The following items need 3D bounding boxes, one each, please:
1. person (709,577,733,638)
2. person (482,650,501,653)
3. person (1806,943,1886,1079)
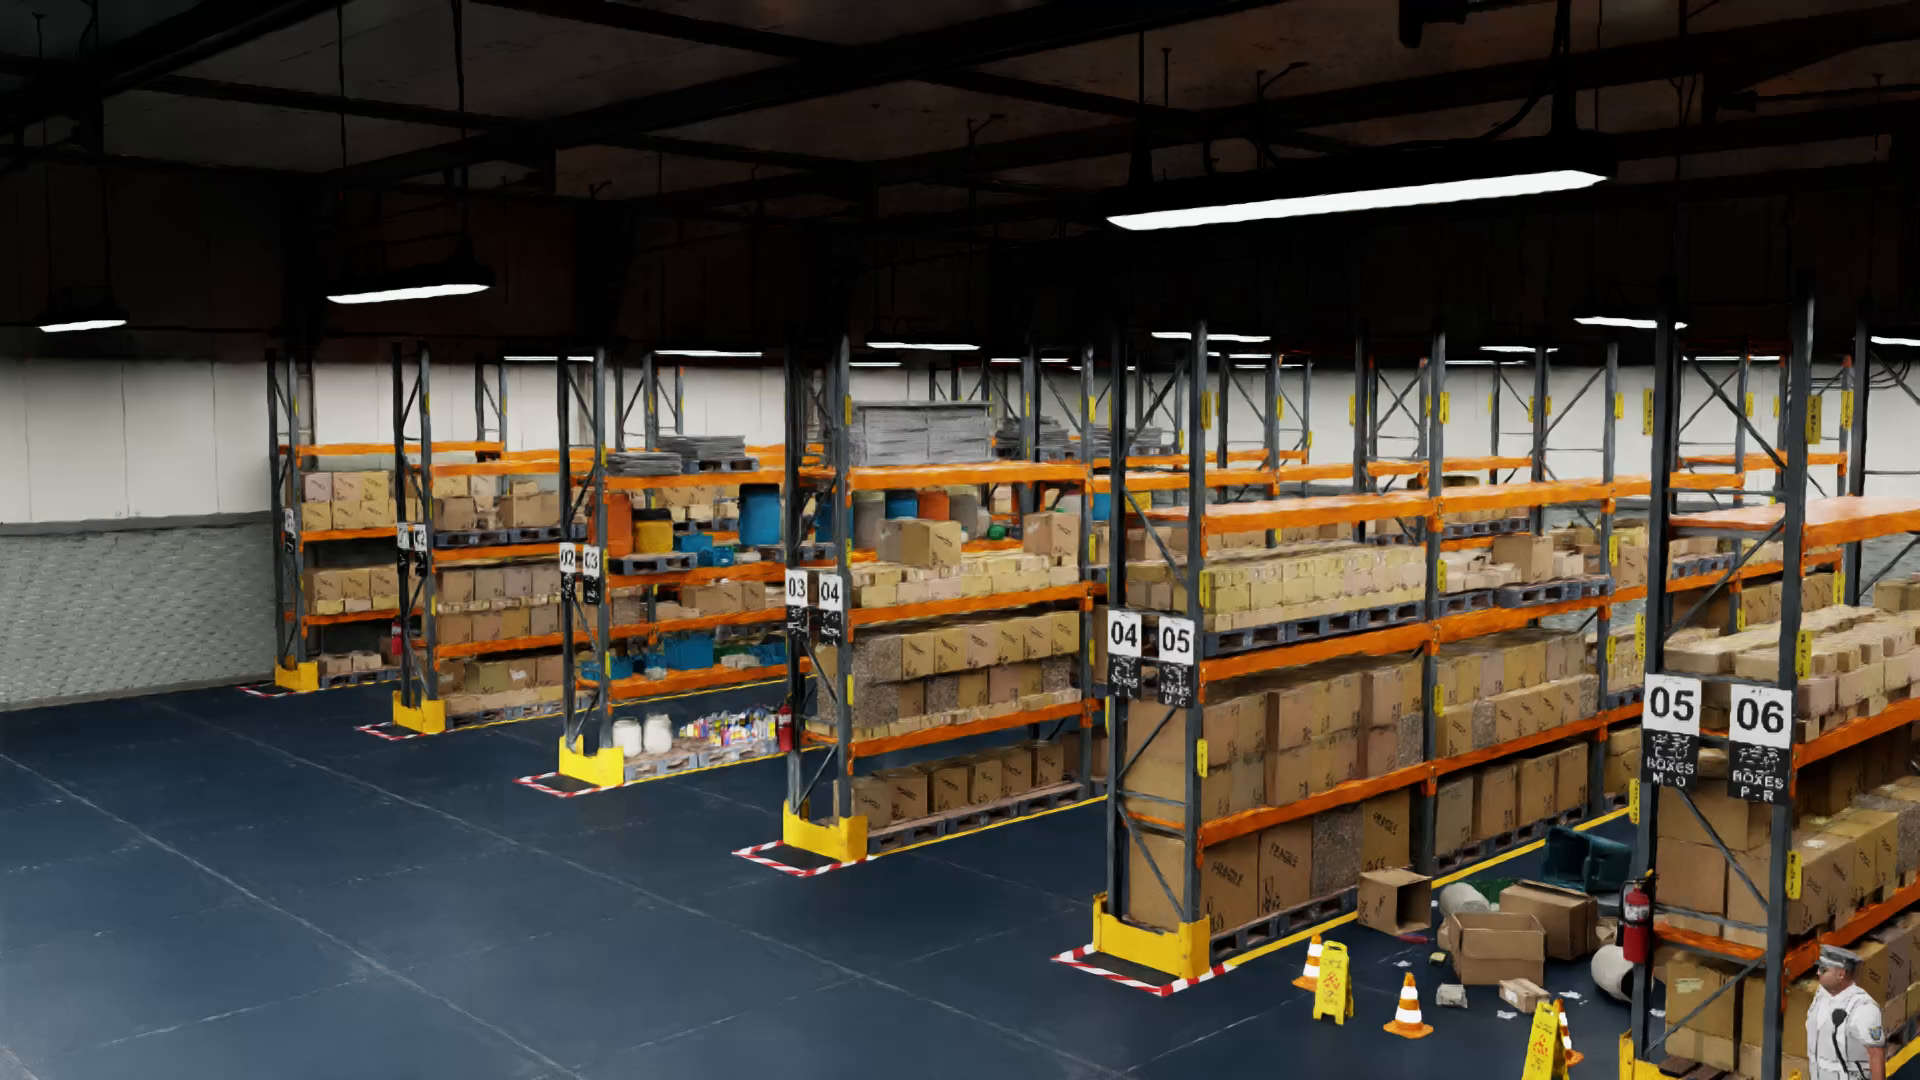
[{"bbox_3d":[-4.930,1.367,33.944,0.571,1.708,1.032,4,6,38],"label":"person"},{"bbox_3d":[-8.042,1.895,28.644,0.592,1.604,0.518,5,7,45],"label":"person"},{"bbox_3d":[5.619,3.400,10.403,0.580,1.739,0.593,-1,5,-10],"label":"person"}]
